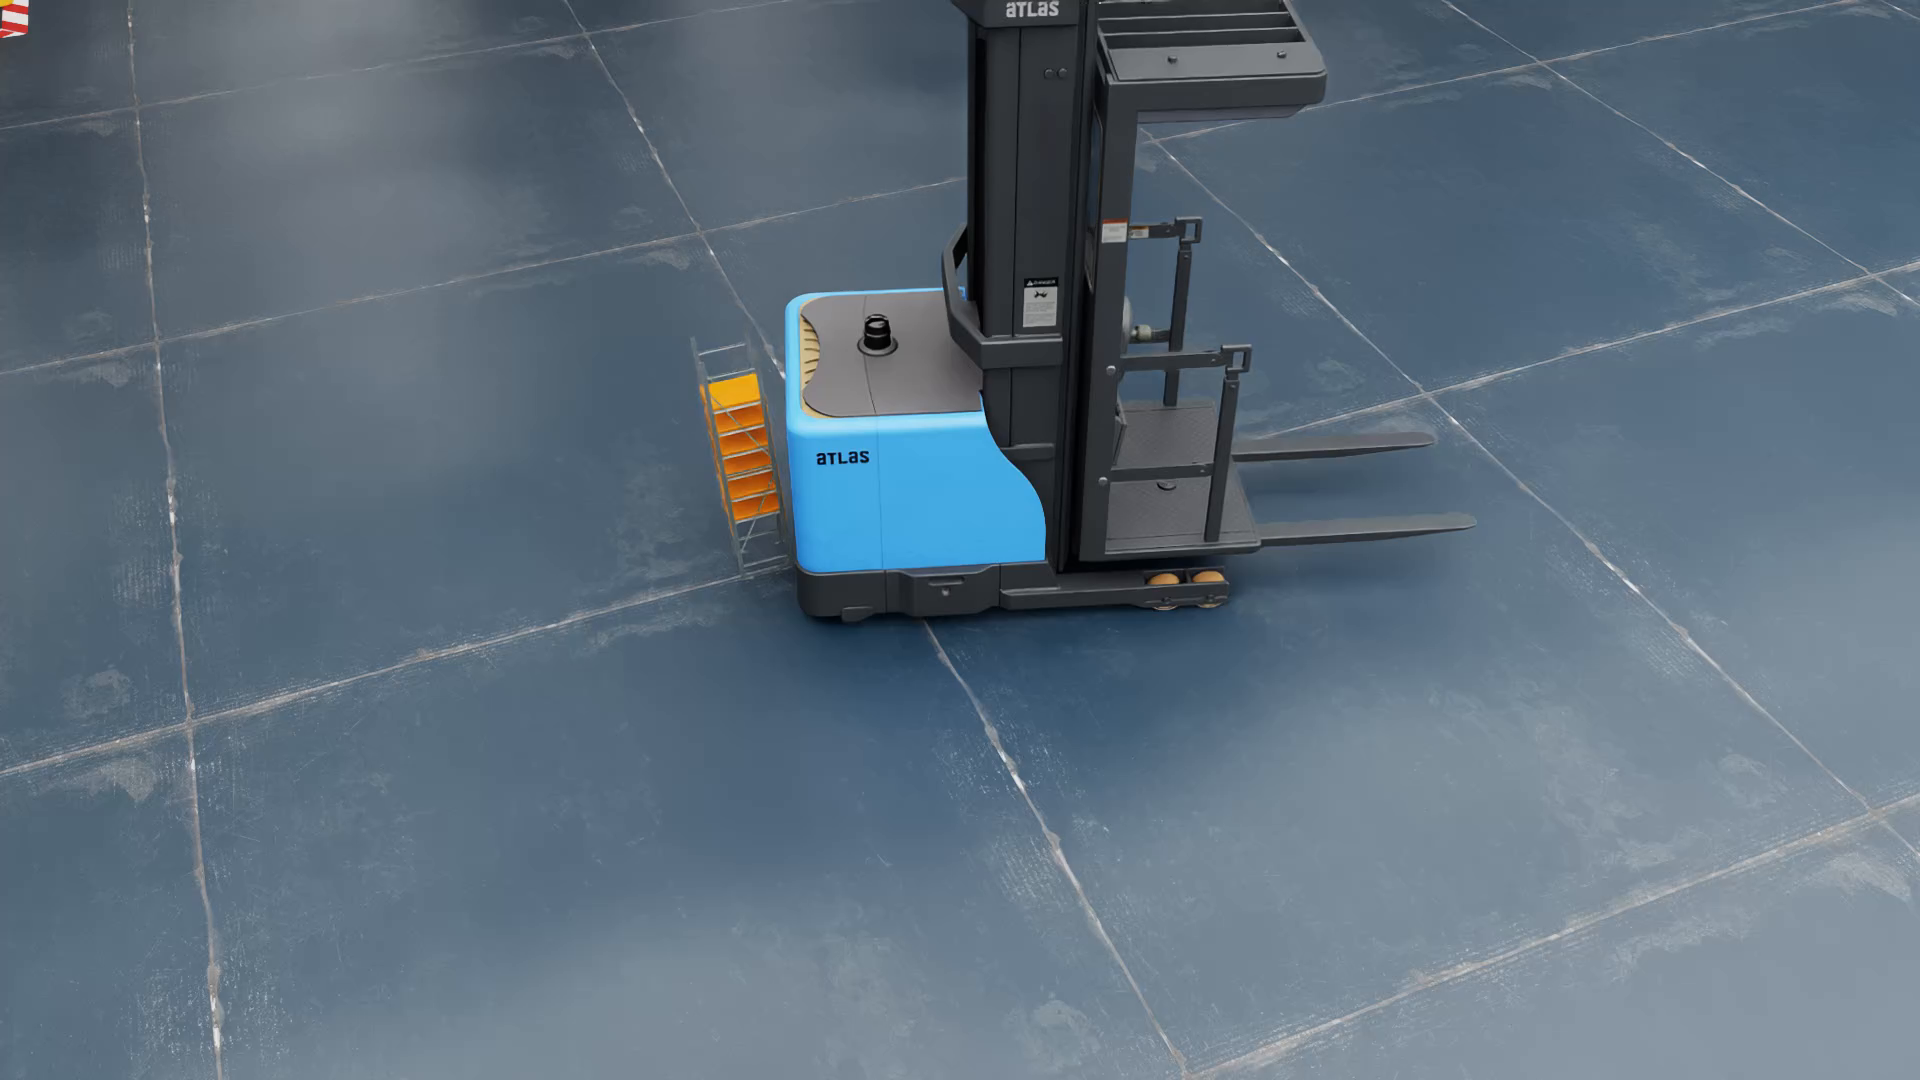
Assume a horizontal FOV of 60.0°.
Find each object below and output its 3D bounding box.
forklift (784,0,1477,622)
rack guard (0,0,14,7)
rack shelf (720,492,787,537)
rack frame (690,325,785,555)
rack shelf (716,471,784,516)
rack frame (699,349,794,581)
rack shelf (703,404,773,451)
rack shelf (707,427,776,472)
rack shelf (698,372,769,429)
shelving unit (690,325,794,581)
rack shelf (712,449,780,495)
[{"bbox_3d":[0.770,-1.144,6.751,3.031,2.935,1.130,-3,41,-4],"label":"forklift"},{"bbox_3d":[-7.583,-4.091,12.043,1.175,0.500,0.348,-15,43,-17],"label":"rack guard"},{"bbox_3d":[-0.909,-0.139,7.333,0.258,0.103,0.180,-14,43,-11],"label":"rack shelf"},{"bbox_3d":[-0.953,-0.407,7.209,0.240,1.200,0.006,-14,43,-11],"label":"rack frame"},{"bbox_3d":[-0.916,-0.228,7.253,0.258,0.103,0.180,-14,43,-11],"label":"rack shelf"},{"bbox_3d":[-0.897,-0.293,7.077,0.240,1.200,0.006,-14,43,-11],"label":"rack frame"},{"bbox_3d":[-0.937,-0.495,7.012,0.258,0.103,0.180,-14,43,-11],"label":"rack shelf"},{"bbox_3d":[-0.930,-0.406,7.092,0.258,0.103,0.180,-14,43,-11],"label":"rack shelf"},{"bbox_3d":[-0.944,-0.584,6.932,0.258,0.103,0.180,-14,43,-11],"label":"rack shelf"},{"bbox_3d":[-0.925,-0.350,7.143,0.258,1.200,0.189,-14,43,-11],"label":"shelving unit"},{"bbox_3d":[-0.923,-0.317,7.173,0.258,0.103,0.180,-14,43,-11],"label":"rack shelf"}]
